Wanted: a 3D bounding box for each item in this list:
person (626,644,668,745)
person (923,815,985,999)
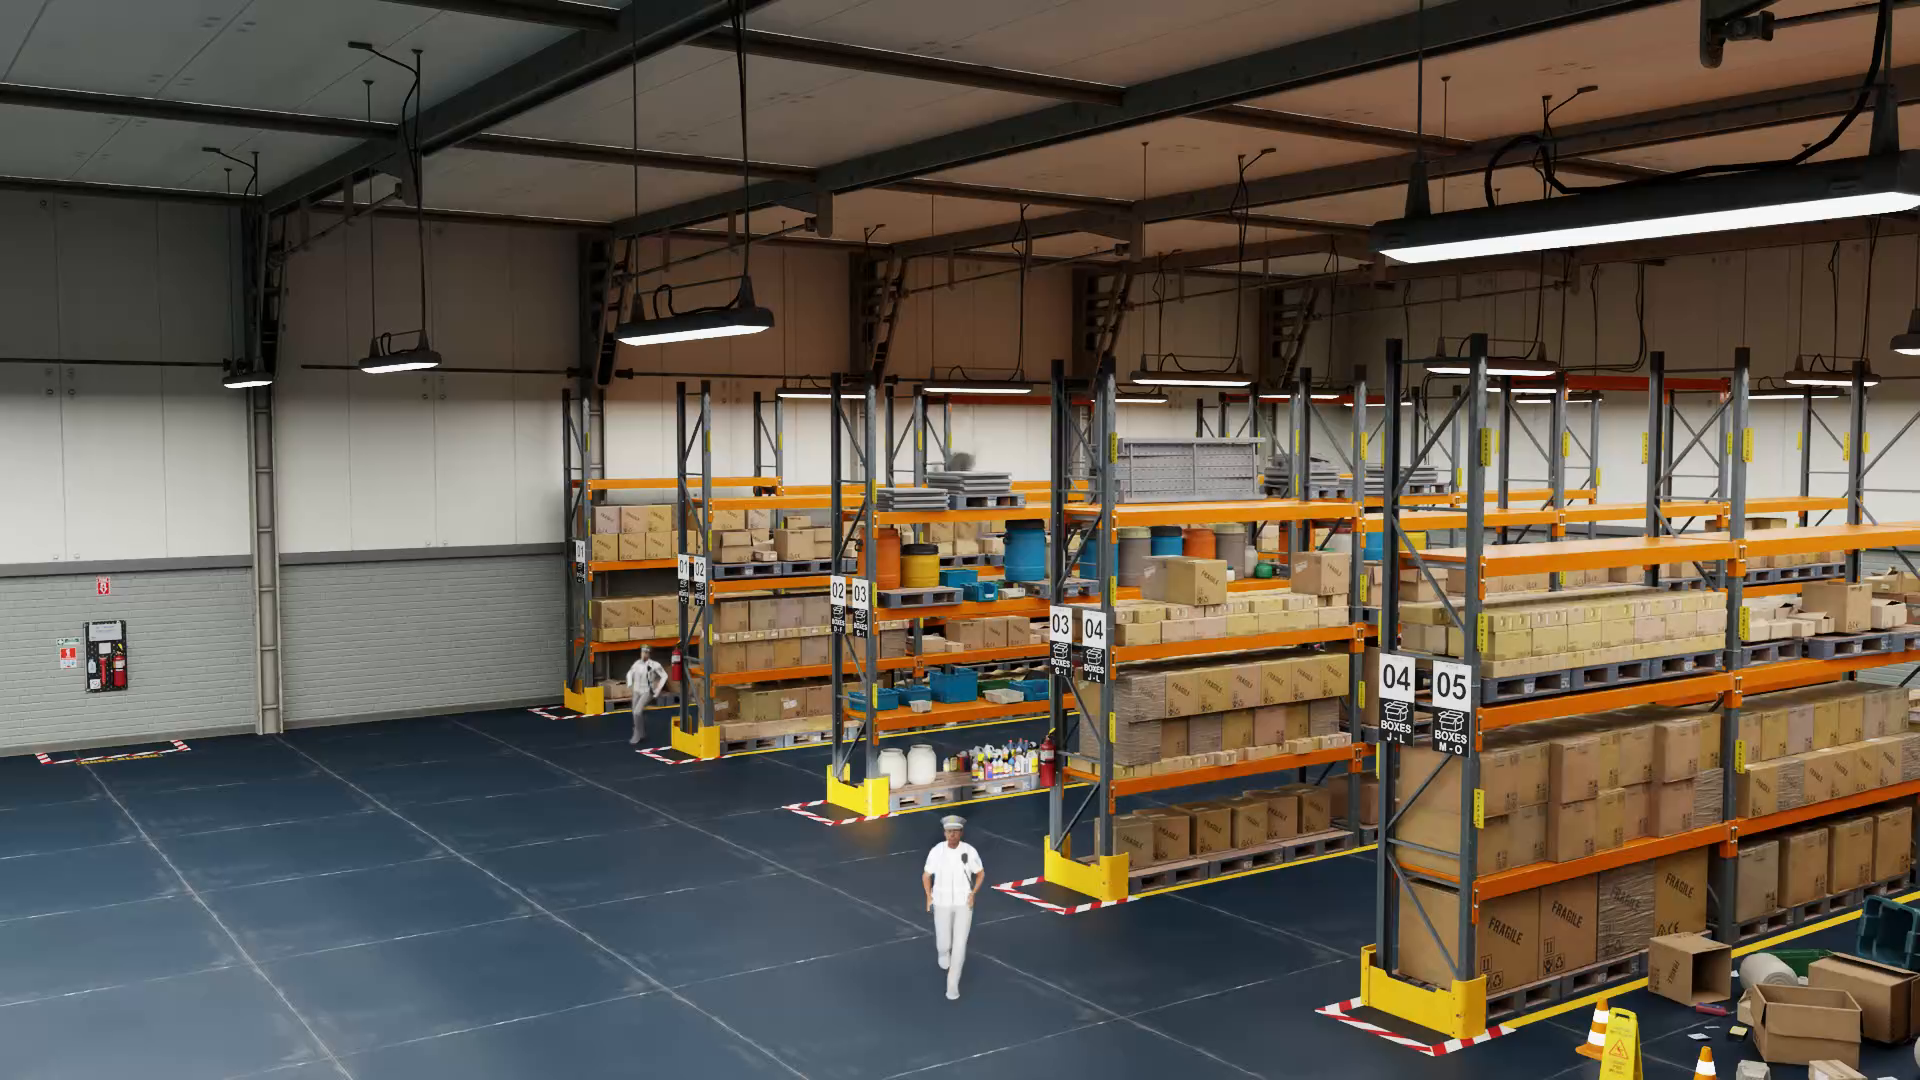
[{"bbox_3d":[-5.262,2.566,27.722,0.676,1.683,0.644,2,4,23],"label":"person"},{"bbox_3d":[-0.057,3.360,15.440,0.583,1.660,0.593,0,4,1],"label":"person"}]
